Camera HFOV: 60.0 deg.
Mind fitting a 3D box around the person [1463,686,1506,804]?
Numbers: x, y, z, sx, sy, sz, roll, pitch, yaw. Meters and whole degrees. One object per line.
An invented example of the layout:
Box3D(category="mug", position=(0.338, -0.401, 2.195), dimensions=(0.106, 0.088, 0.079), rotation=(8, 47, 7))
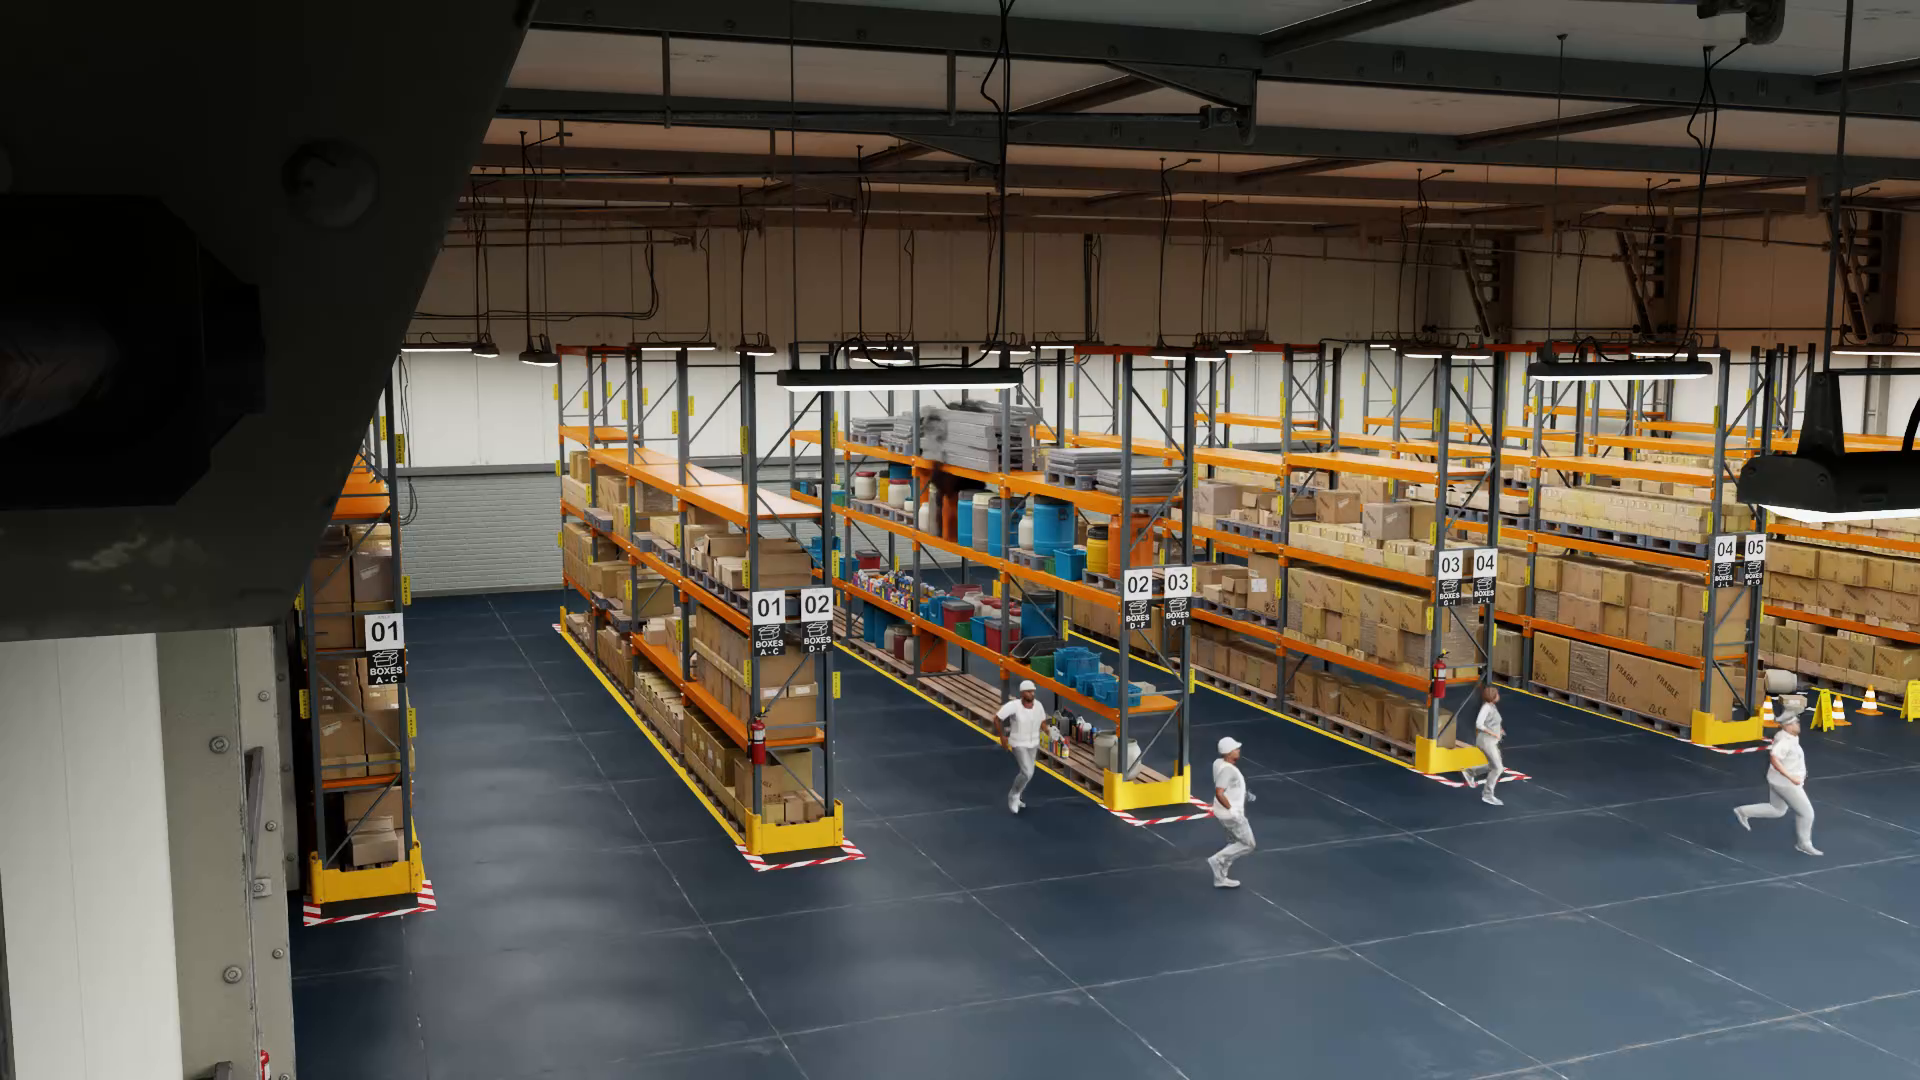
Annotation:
Box3D(category="person", position=(7.089, 2.745, 22.456), dimensions=(0.578, 1.554, 0.604), rotation=(4, 8, 27))

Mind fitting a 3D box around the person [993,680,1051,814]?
Box3D(category="person", position=(0.867, 2.706, 21.832), dimensions=(0.695, 1.754, 0.667), rotation=(-5, 9, -36))

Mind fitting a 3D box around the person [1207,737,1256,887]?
Box3D(category="person", position=(3.078, 3.085, 18.838), dimensions=(0.592, 1.734, 0.683), rotation=(0, 7, -2))

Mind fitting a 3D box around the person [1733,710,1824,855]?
Box3D(category="person", position=(9.984, 2.938, 20.174), dimensions=(0.999, 1.788, 0.629), rotation=(2, 7, 12))
